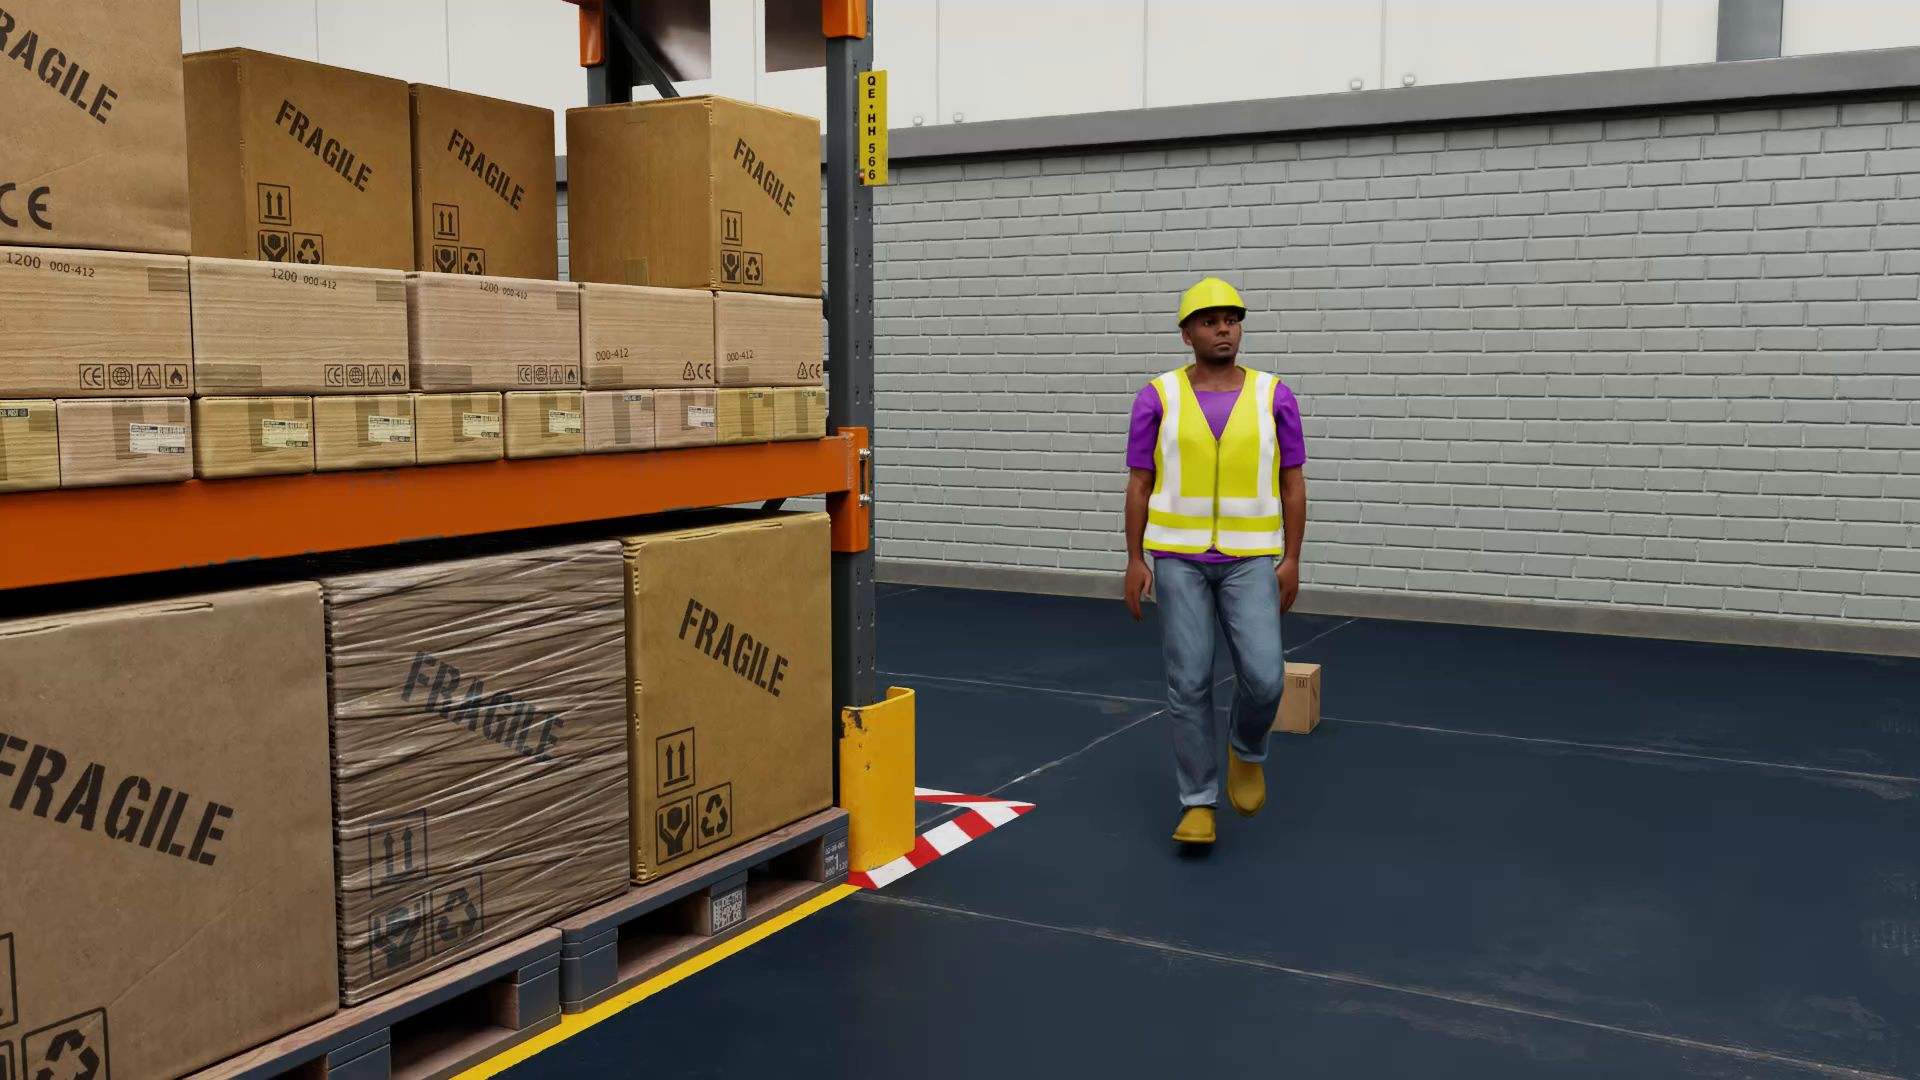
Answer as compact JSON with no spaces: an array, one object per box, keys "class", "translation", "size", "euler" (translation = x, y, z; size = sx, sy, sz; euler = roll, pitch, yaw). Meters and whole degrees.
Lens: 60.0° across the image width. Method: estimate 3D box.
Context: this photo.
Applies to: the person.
[{"class":"person","translation":[0.803,0.059,5.244],"size":[0.570,1.755,0.535],"euler":[1,6,7]}]
